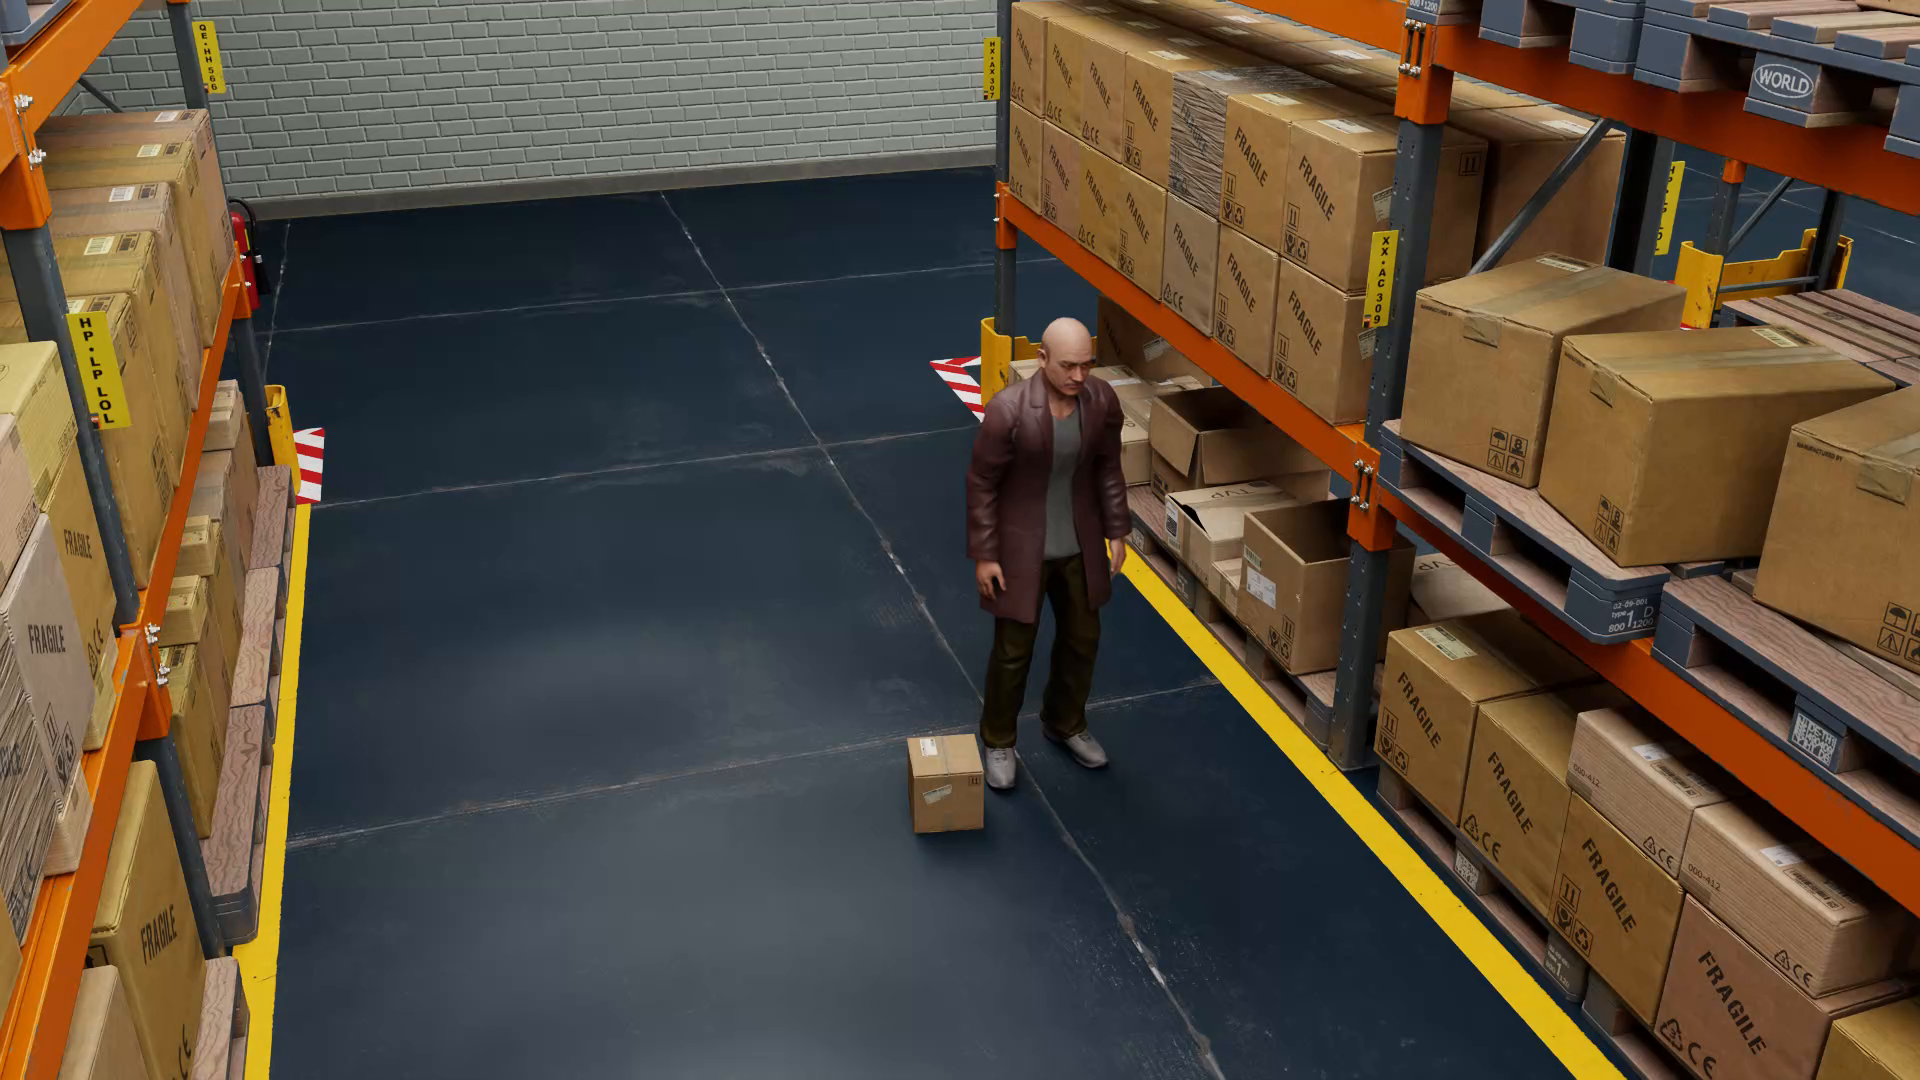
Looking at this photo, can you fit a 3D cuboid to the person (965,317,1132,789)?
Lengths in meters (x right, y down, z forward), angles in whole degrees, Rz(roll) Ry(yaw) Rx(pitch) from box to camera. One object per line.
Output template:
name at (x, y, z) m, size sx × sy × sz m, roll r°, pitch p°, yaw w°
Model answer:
person at (0.327, 0.112, 6.108) m, size 0.650 × 1.592 × 0.421 m, roll -10°, pitch 28°, yaw -19°
